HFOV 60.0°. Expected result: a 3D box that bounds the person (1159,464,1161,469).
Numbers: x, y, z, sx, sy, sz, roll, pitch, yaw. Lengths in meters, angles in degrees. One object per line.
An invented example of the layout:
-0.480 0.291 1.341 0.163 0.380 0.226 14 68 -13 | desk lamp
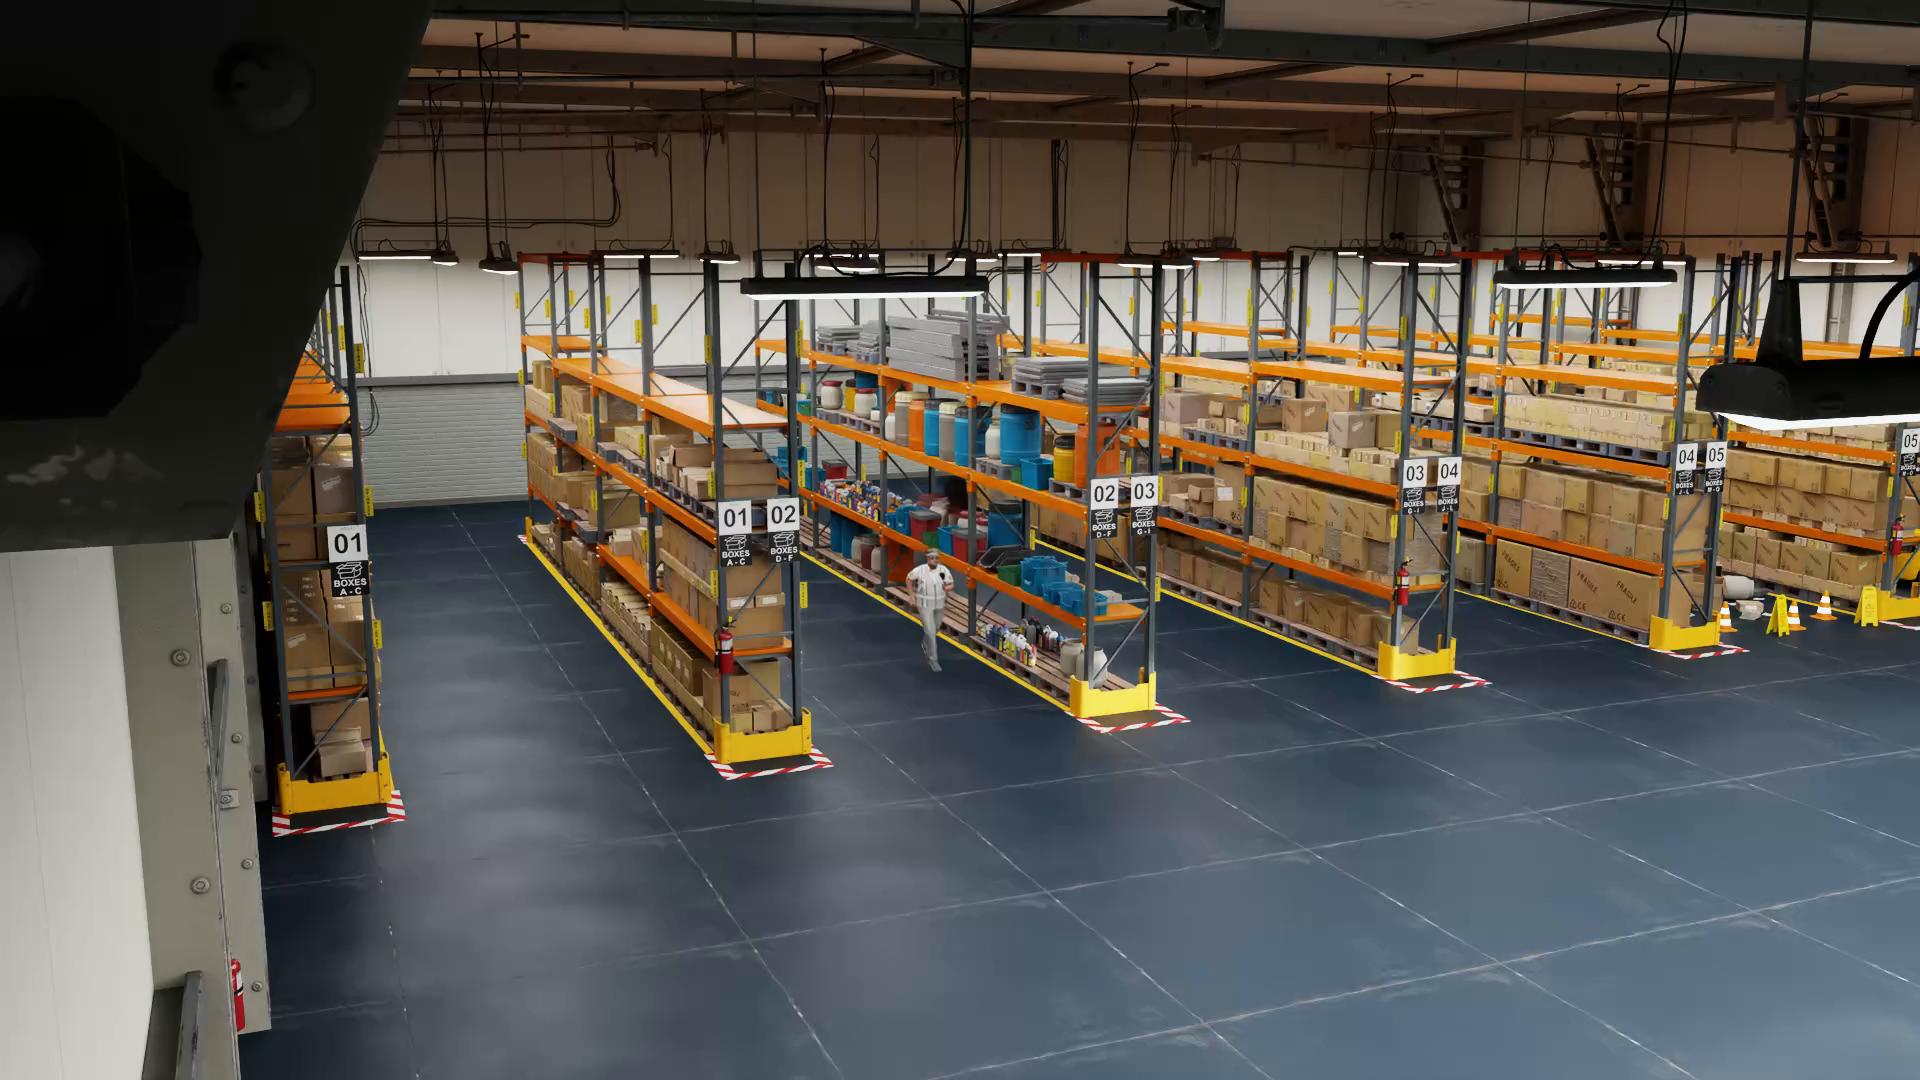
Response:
4.199 -1.159 36.973 0.556 1.625 0.800 -4 11 -23 | person

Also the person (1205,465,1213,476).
6.310 -2.003 41.264 0.654 1.673 0.909 -7 13 -35 | person

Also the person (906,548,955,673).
-0.425 0.985 24.656 0.645 1.815 0.922 -5 11 -24 | person
